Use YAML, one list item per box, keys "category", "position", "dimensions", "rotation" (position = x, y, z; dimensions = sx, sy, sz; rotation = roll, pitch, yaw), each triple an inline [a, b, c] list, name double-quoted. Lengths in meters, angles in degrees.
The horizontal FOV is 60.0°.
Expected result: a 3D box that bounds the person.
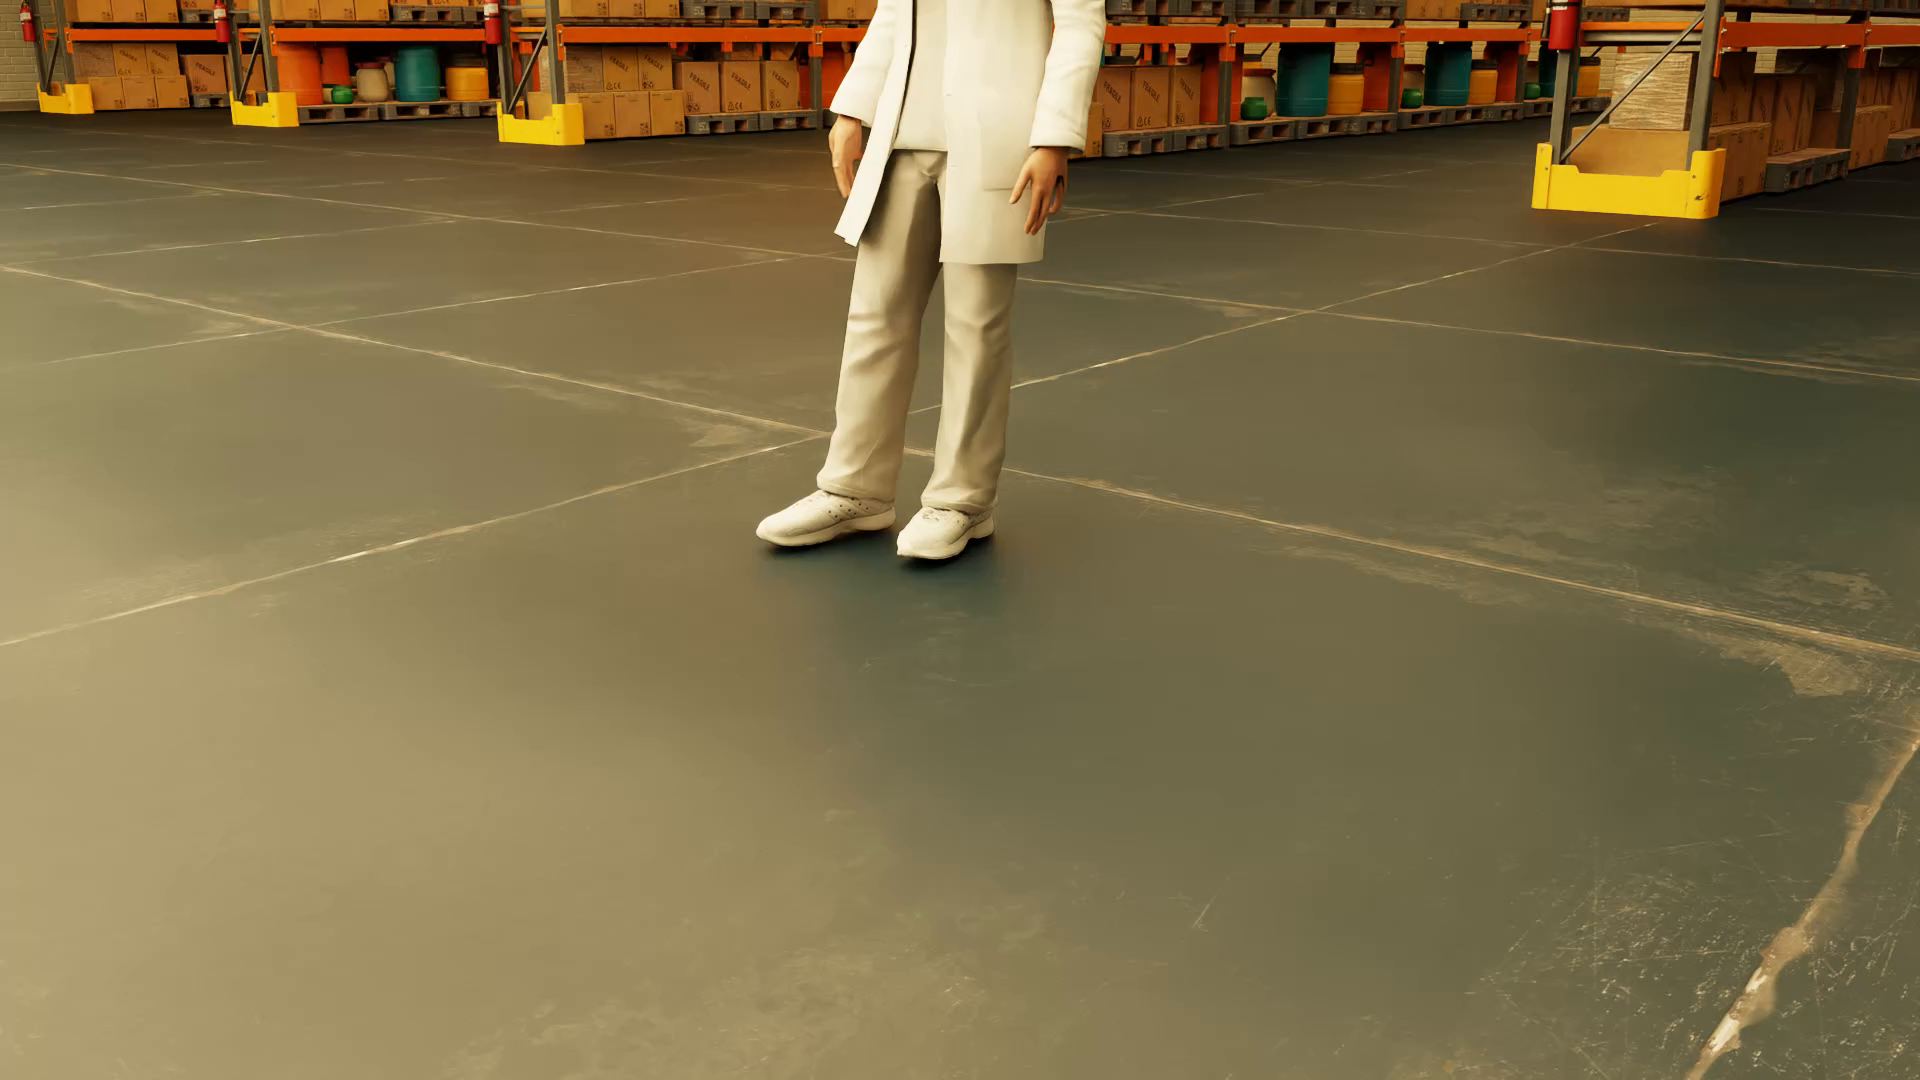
- category: "person"
  position: [-0.061, -0.838, 3.616]
  dimensions: [0.698, 1.777, 0.578]
  rotation: [13, 21, 37]
